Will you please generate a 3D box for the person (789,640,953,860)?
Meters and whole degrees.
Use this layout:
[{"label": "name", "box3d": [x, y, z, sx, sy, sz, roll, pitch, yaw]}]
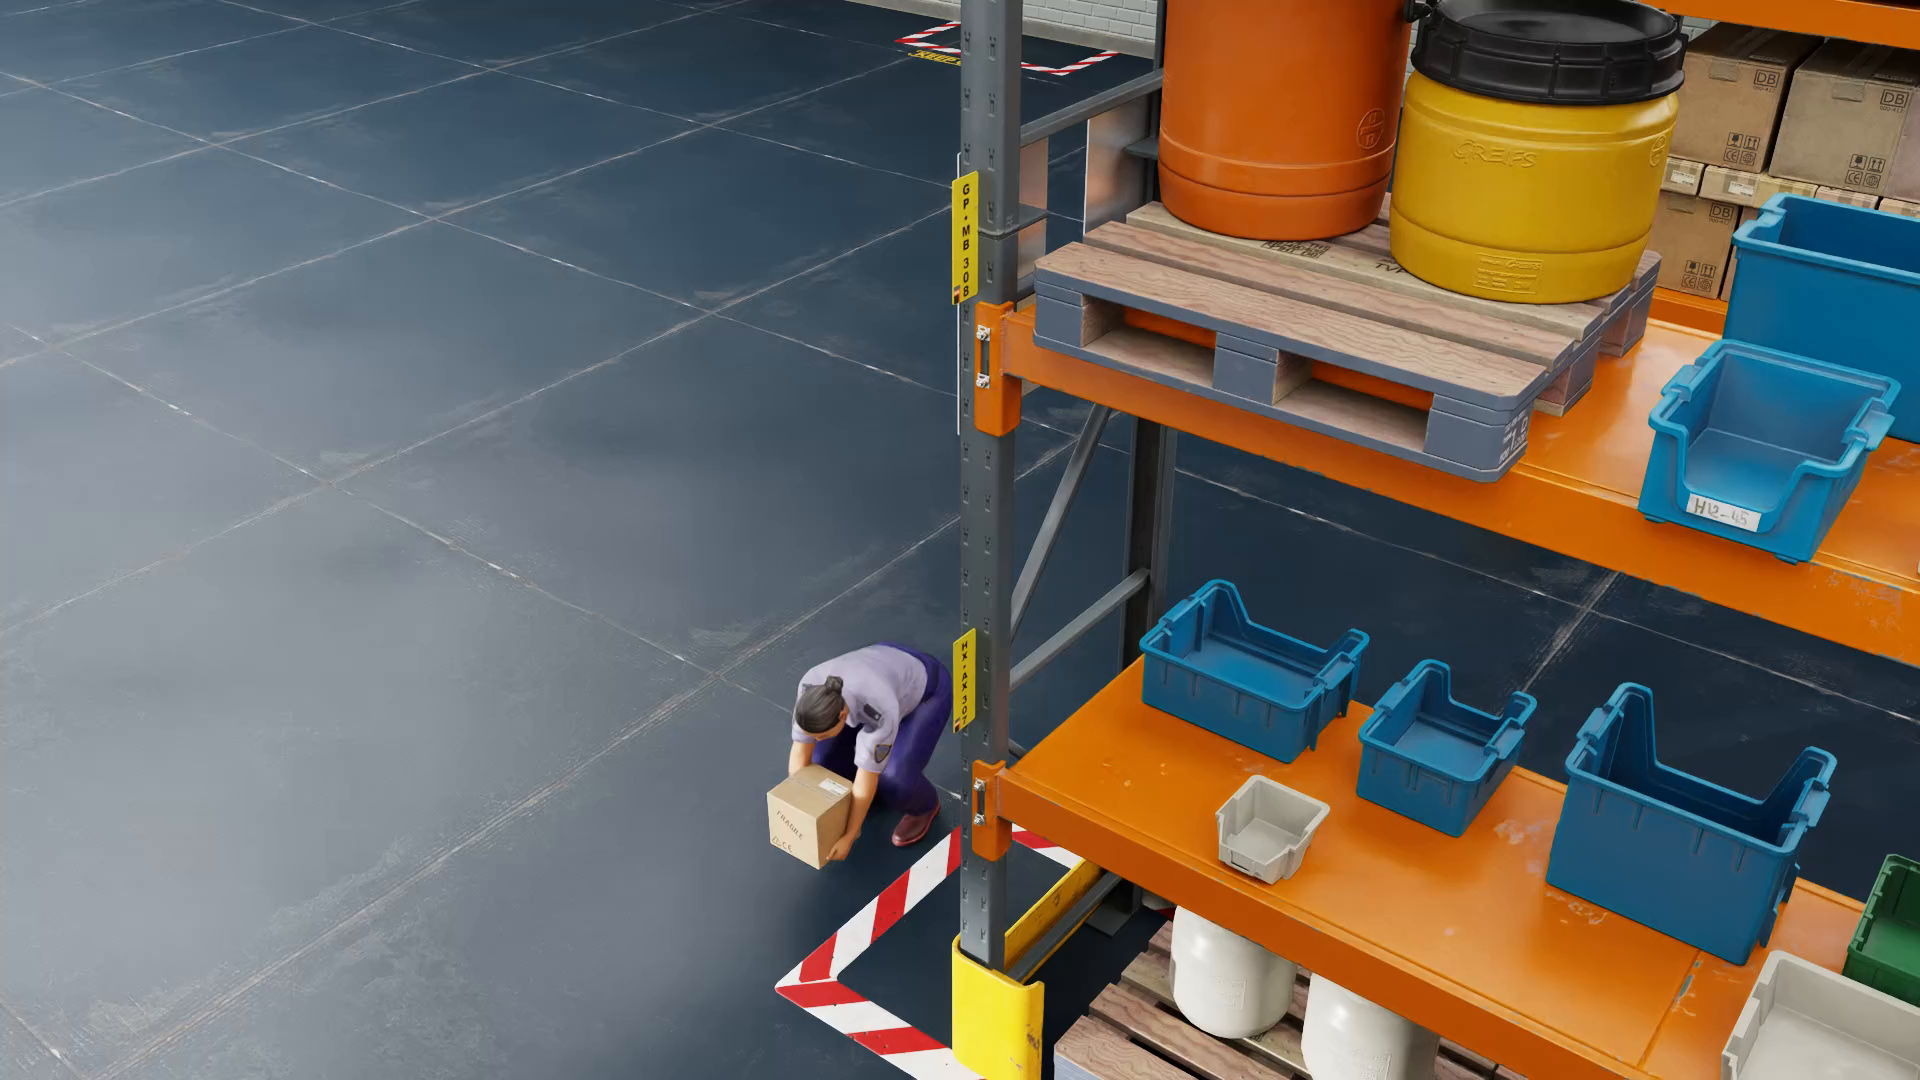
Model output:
[{"label": "person", "box3d": [-0.366, 0.792, 6.531, 0.516, 0.937, 0.868, 18, 36, 27]}]
